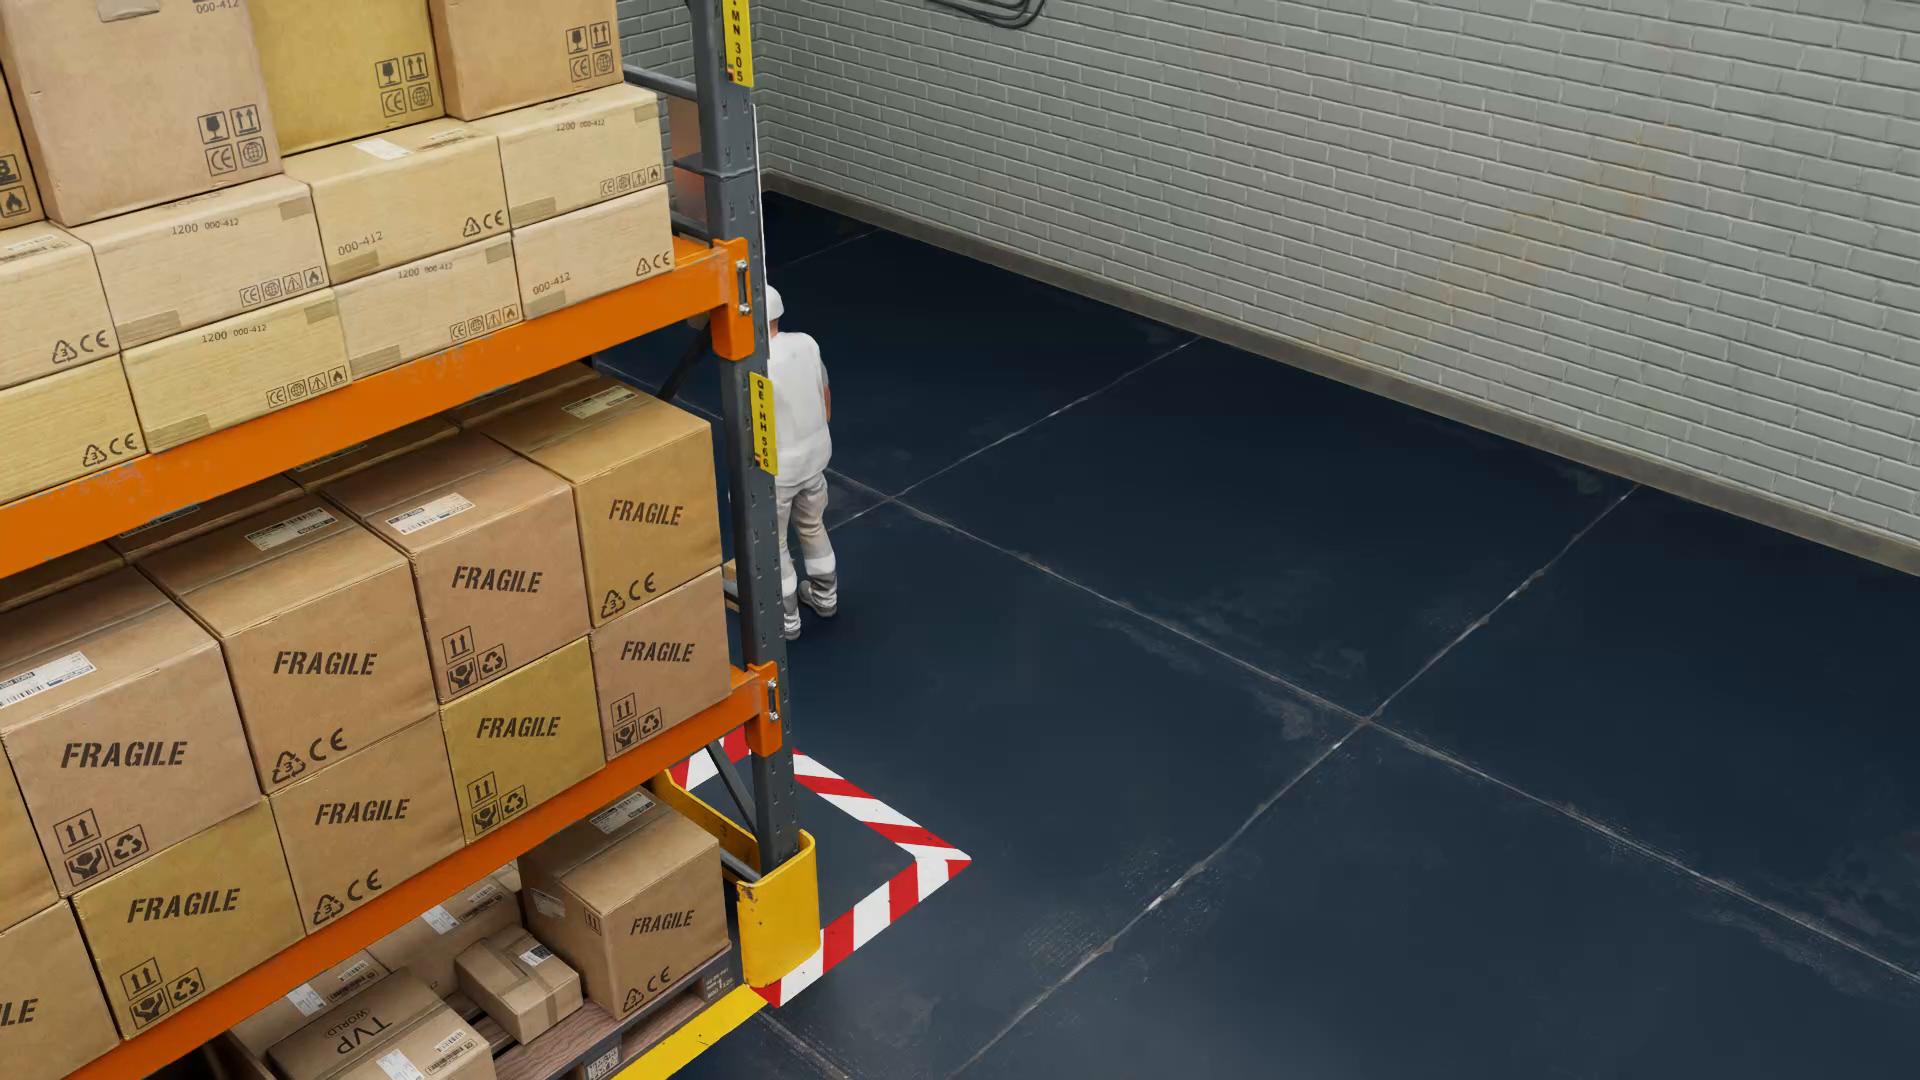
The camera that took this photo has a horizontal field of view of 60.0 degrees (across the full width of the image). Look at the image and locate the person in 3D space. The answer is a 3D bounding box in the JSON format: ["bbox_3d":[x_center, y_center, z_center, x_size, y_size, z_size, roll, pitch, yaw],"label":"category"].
[{"bbox_3d":[-0.831,-0.354,7.705,0.445,1.780,0.620,23,38,33],"label":"person"}]
